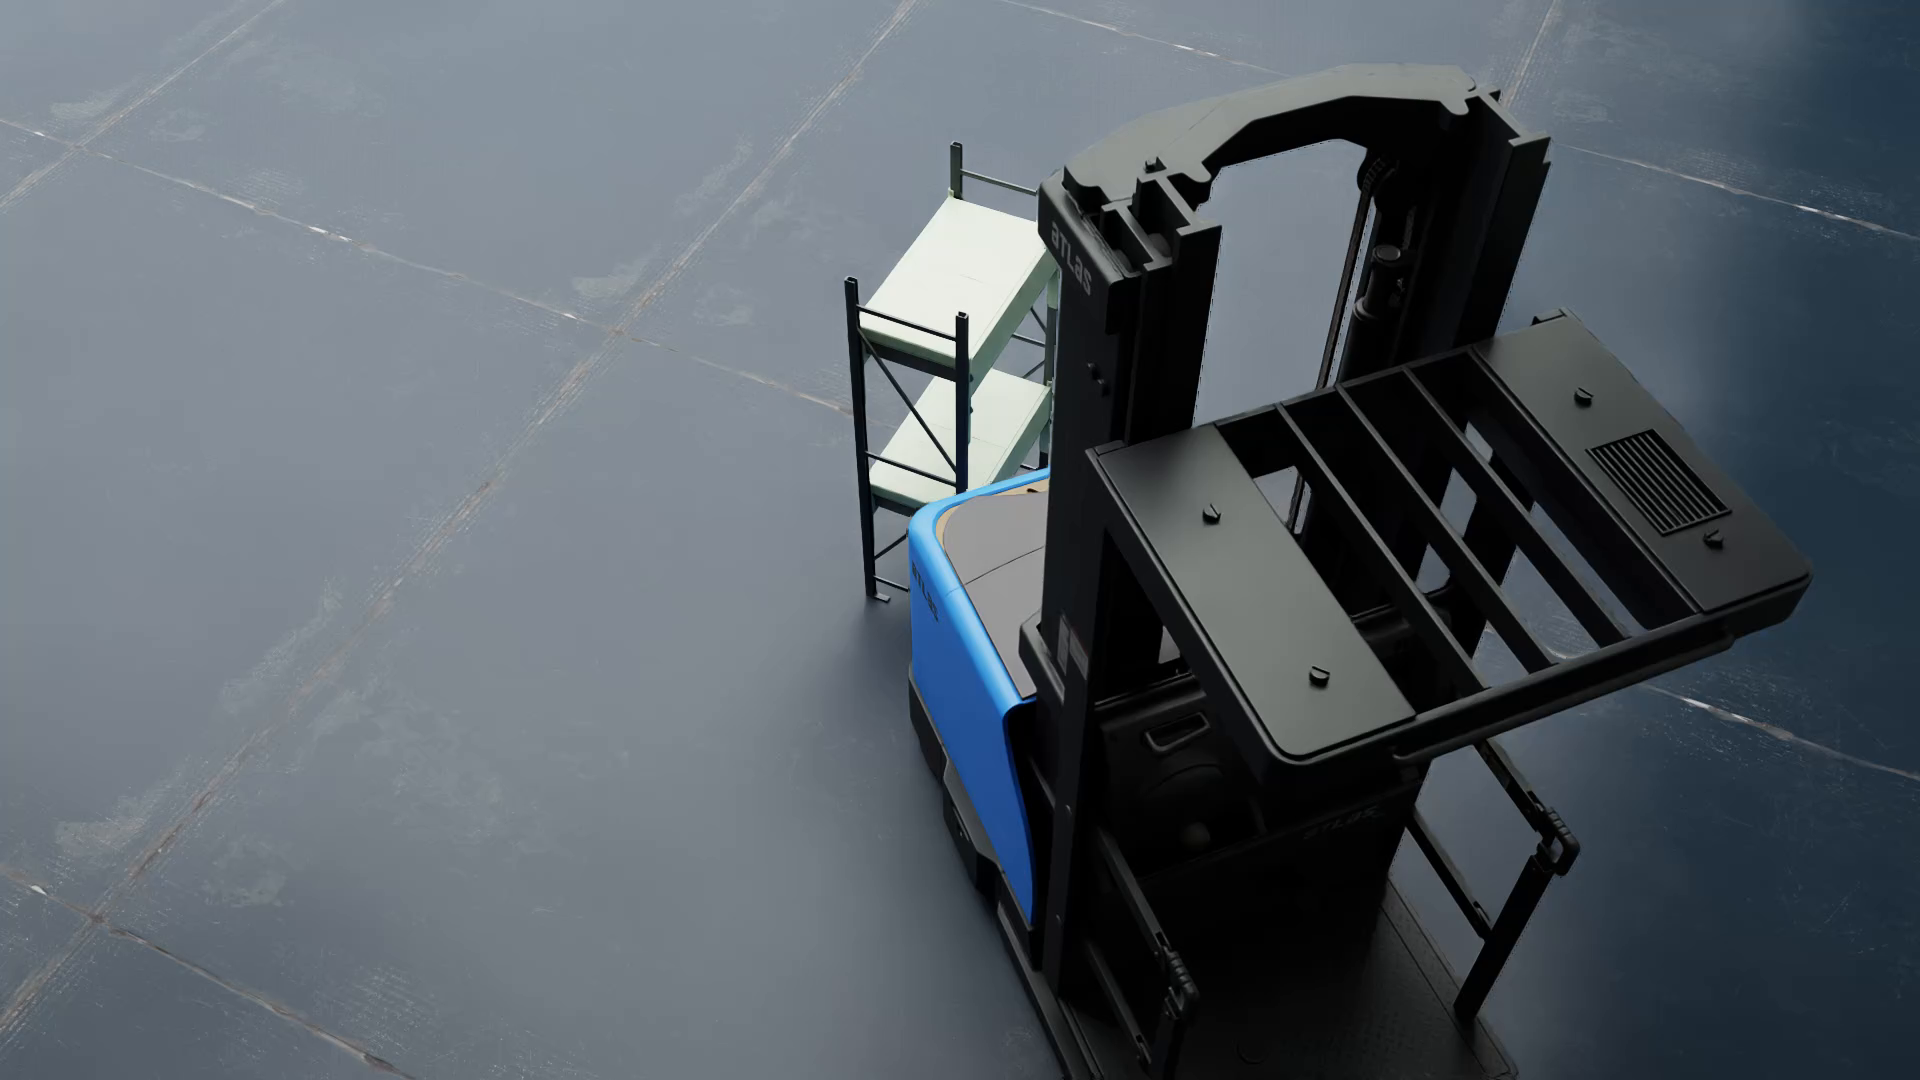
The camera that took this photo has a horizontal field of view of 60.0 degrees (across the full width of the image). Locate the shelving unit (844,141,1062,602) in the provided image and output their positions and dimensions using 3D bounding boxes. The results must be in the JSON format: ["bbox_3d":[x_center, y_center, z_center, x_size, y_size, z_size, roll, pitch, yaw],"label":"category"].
[{"bbox_3d":[-0.003,-0.481,5.675,0.431,1.500,0.755,20,52,16],"label":"shelving unit"}]

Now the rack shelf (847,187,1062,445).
[{"bbox_3d":[-0.003,-0.734,5.378,0.431,0.370,0.720,20,52,16],"label":"rack shelf"}]

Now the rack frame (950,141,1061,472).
[{"bbox_3d":[0.154,-0.733,5.889,0.400,1.500,0.023,20,52,16],"label":"rack frame"}]

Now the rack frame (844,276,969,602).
[{"bbox_3d":[-0.159,-0.229,5.460,0.400,1.500,0.023,20,52,16],"label":"rack frame"}]

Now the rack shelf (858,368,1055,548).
[{"bbox_3d":[-0.003,-0.270,5.923,0.431,0.370,0.720,20,52,16],"label":"rack shelf"}]

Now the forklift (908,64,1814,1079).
[{"bbox_3d":[0.850,0.559,3.850,1.130,2.935,3.031,-17,52,-14],"label":"forklift"}]
